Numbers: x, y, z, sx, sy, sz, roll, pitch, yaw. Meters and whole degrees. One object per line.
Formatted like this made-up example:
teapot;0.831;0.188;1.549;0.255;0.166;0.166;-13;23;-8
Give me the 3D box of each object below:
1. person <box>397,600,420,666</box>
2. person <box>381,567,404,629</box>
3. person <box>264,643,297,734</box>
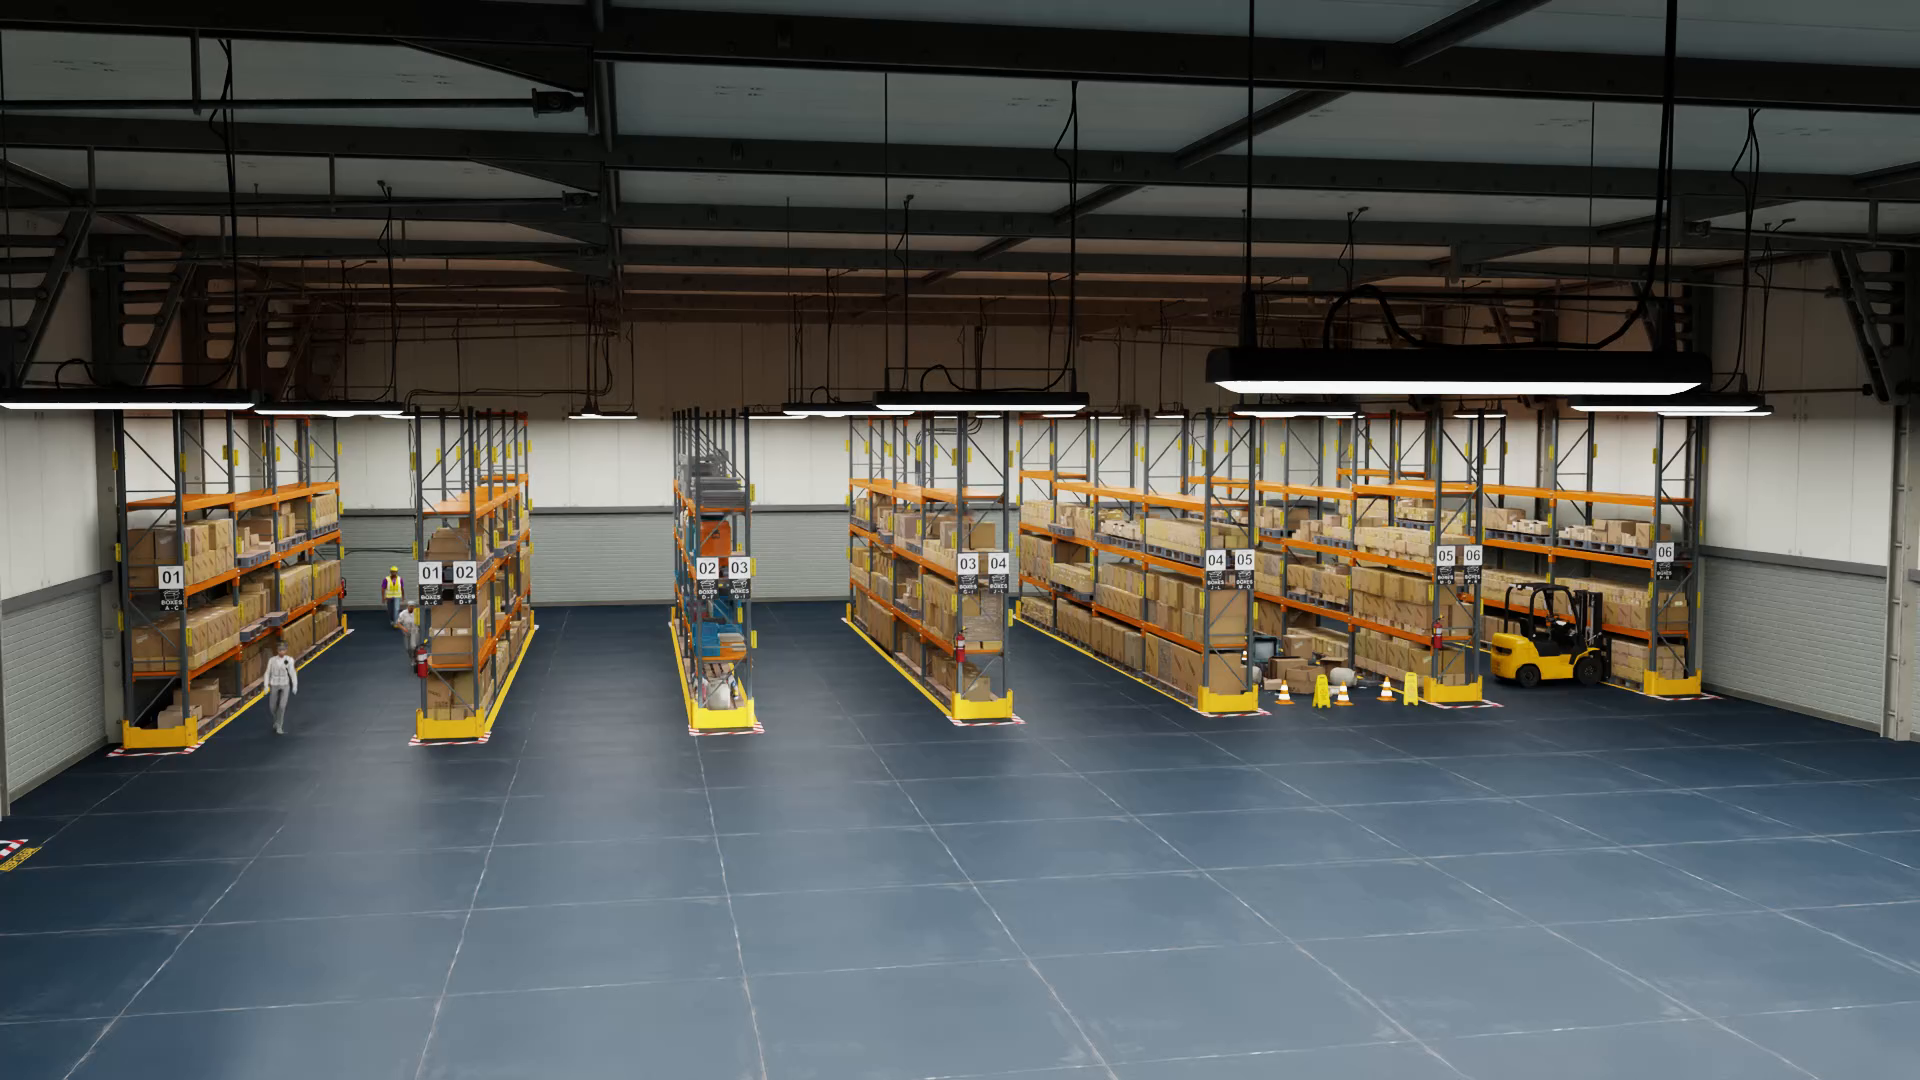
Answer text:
person;-12.805;2.176;38.824;0.548;1.578;0.748;0;4;-2
person;-15.696;1.591;46.010;0.573;1.714;1.093;-1;4;-14
person;-12.571;2.738;30.788;0.560;1.708;0.626;-1;4;-15
